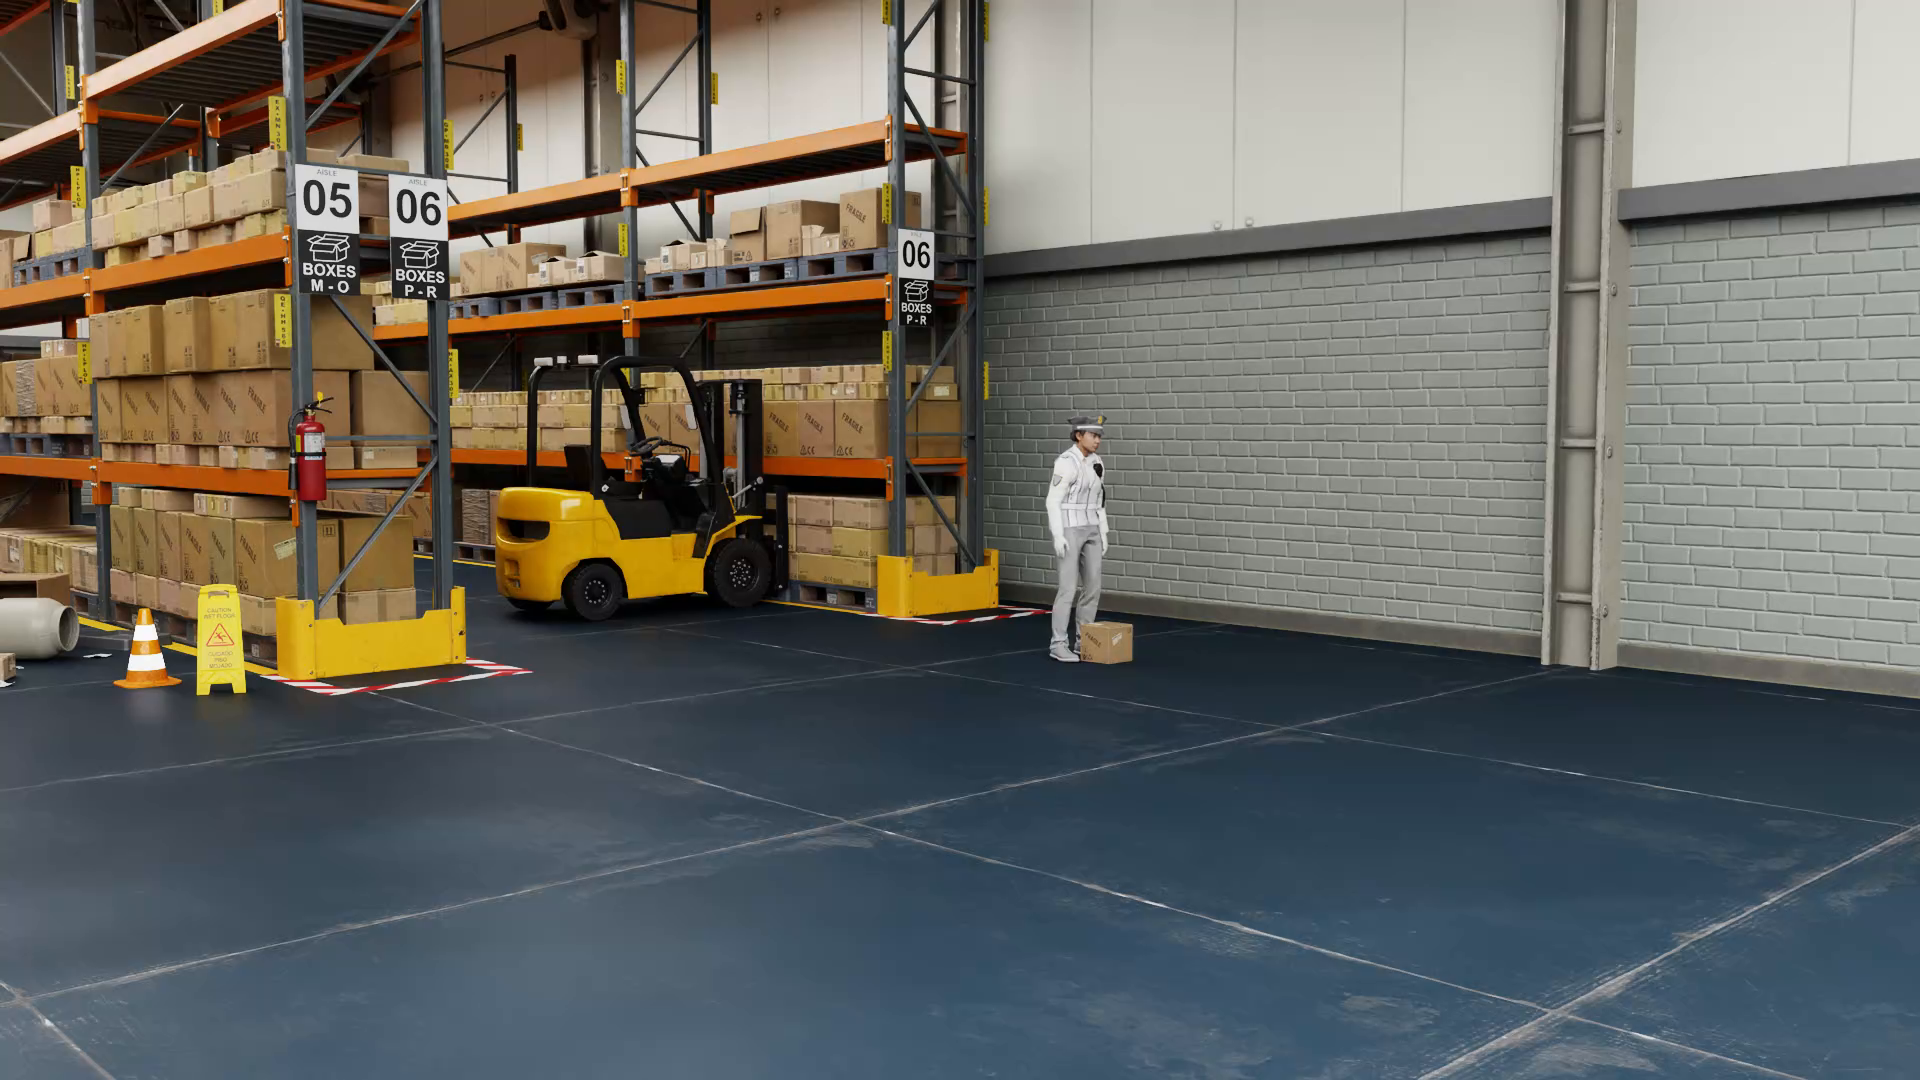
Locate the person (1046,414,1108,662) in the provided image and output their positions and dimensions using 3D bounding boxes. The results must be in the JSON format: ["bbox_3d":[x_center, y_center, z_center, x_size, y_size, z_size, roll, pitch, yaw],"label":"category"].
[{"bbox_3d":[0.813,-0.023,11.345,0.529,1.663,0.374,-4,6,-43],"label":"person"}]
